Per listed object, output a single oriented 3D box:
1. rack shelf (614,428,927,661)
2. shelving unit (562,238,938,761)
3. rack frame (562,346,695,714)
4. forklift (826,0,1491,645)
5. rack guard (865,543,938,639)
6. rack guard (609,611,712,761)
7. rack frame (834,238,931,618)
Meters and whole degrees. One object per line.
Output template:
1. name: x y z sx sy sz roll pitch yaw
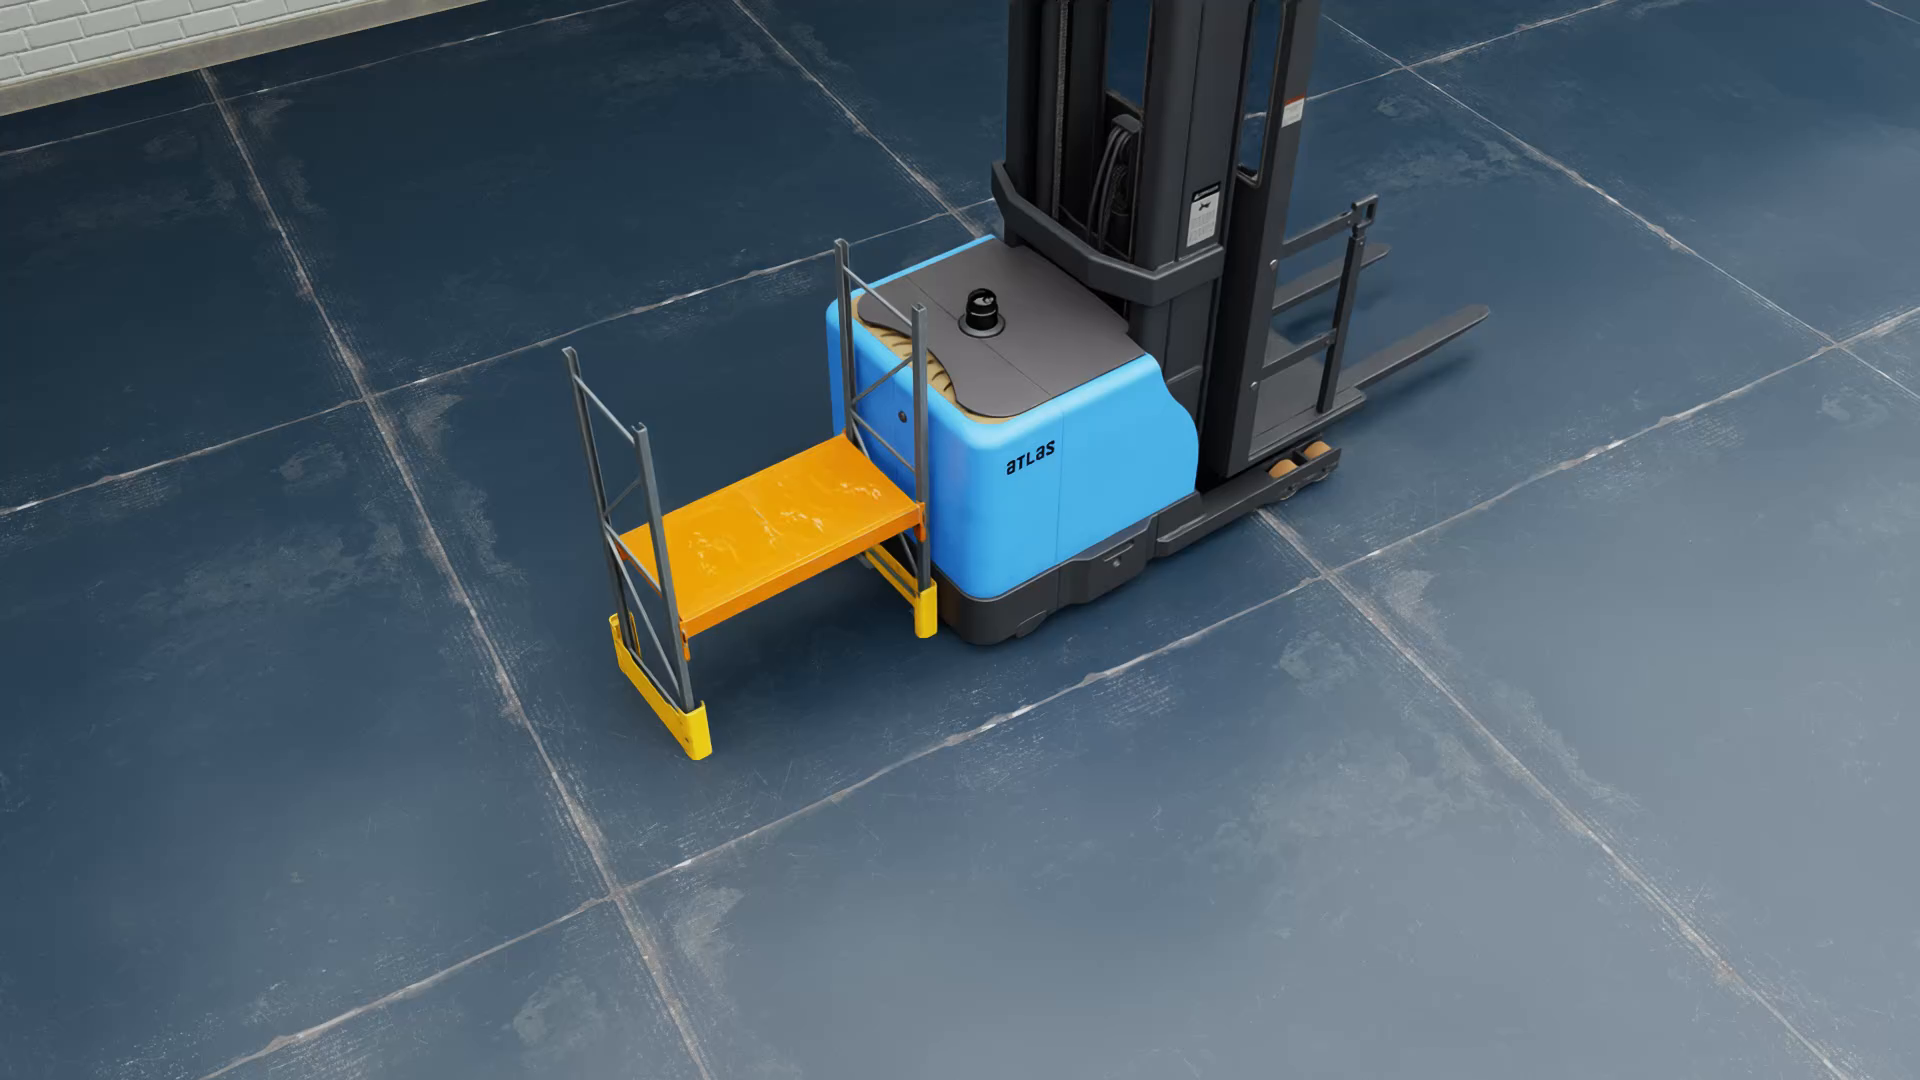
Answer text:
1. rack shelf: -0.679 -0.005 5.936 1.000 0.185 0.538 -27 50 -25
2. shelving unit: -0.686 -0.130 5.807 1.083 1.500 0.587 -27 50 -25
3. rack frame: -1.089 0.075 5.595 0.032 1.500 0.500 -27 50 -25
4. forklift: 0.979 -1.492 6.183 3.031 2.935 1.130 -27 50 -25
5. rack guard: -0.284 0.113 6.454 0.087 0.250 0.587 -27 50 -25
6. rack guard: -1.088 0.523 6.031 0.087 0.250 0.587 -27 50 -25
7. rack frame: -0.269 -0.343 6.027 0.032 1.500 0.500 -27 50 -25
